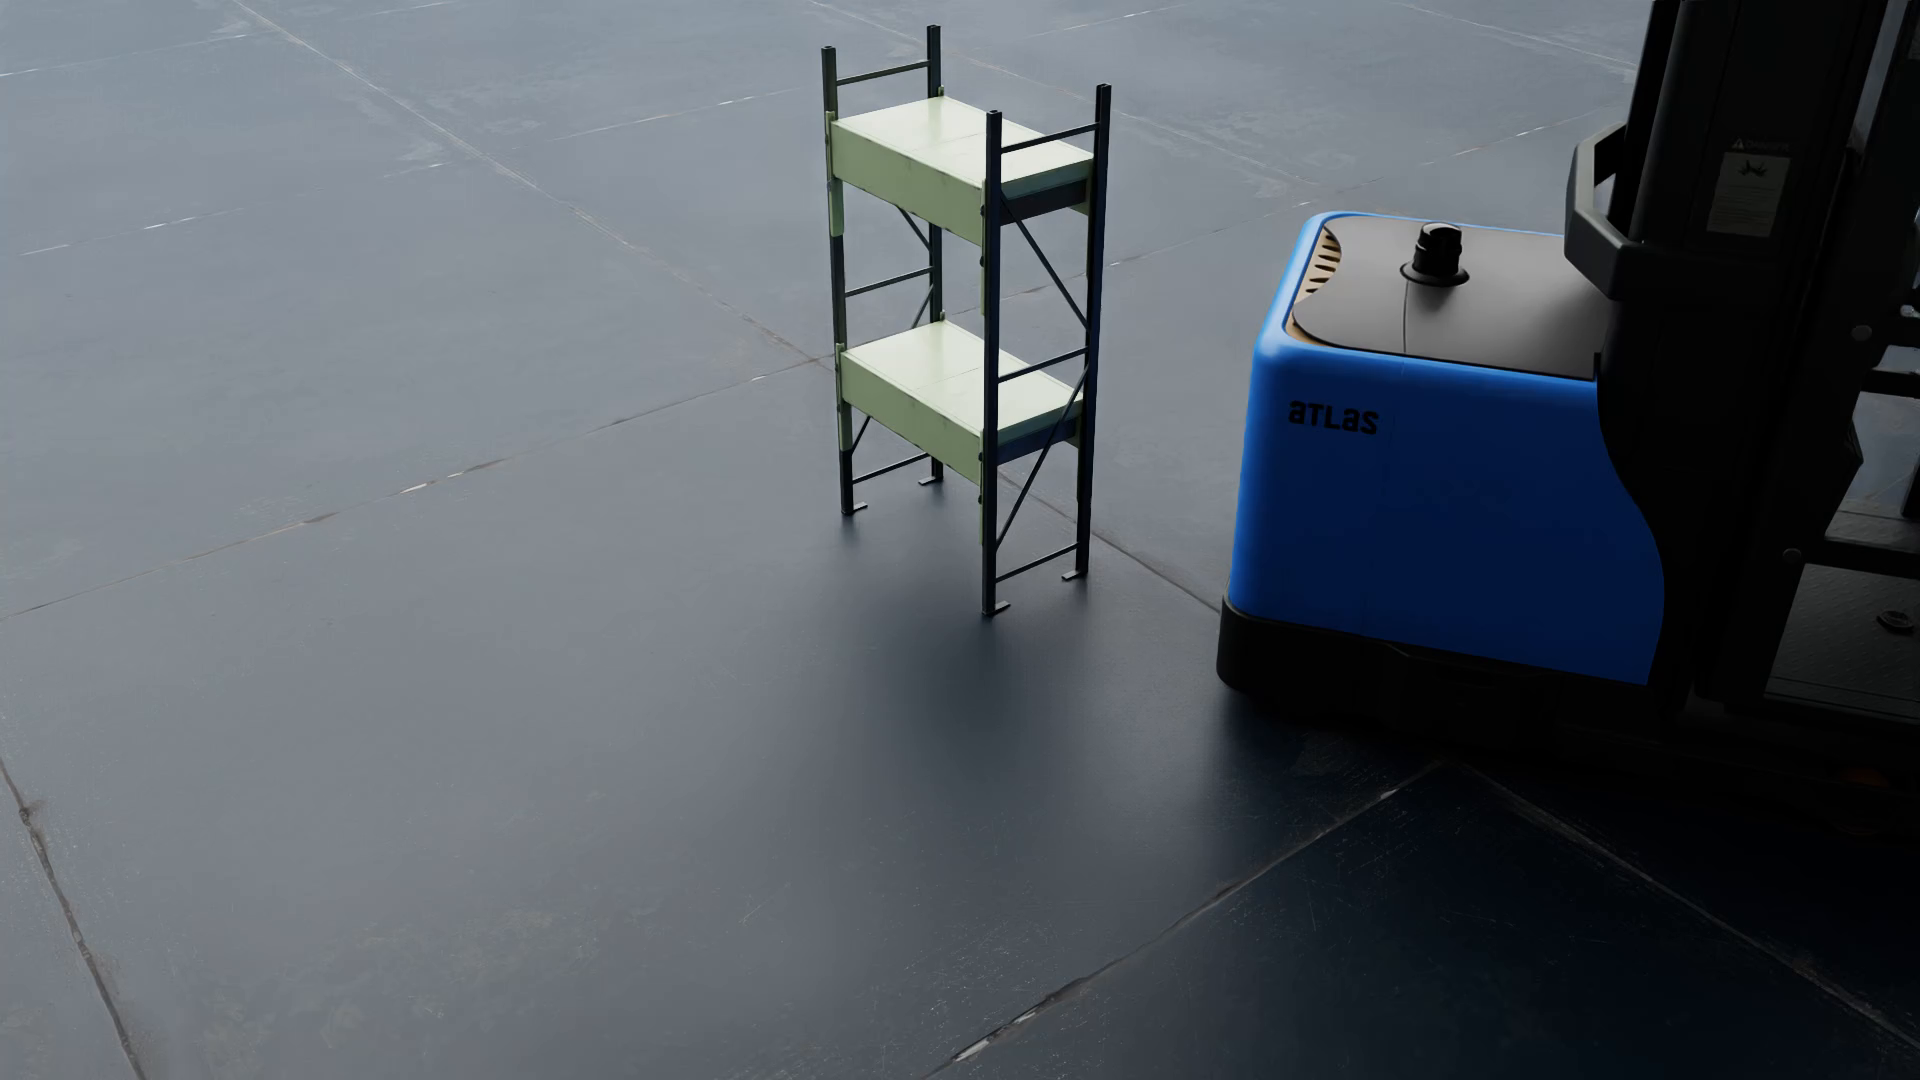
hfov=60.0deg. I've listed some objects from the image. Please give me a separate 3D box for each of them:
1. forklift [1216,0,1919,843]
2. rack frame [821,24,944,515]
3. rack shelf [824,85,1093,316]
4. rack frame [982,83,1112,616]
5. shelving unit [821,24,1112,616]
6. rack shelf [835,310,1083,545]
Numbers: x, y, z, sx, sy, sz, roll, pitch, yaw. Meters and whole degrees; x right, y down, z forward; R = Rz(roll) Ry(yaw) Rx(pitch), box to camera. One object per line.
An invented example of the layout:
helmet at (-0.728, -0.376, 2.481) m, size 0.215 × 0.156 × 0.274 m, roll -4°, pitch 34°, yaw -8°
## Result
forklift at (2.274, -0.804, 3.767) m, size 3.031 × 2.935 × 1.130 m, roll 10°, pitch 33°, yaw 15°
rack frame at (-0.220, -0.787, 5.095) m, size 0.400 × 1.500 × 0.023 m, roll -22°, pitch 38°, yaw -31°
rack shelf at (0.004, -0.966, 4.644) m, size 0.431 × 0.370 × 0.720 m, roll -22°, pitch 38°, yaw -31°
rack frame at (0.229, -0.482, 4.604) m, size 0.400 × 1.500 × 0.023 m, roll -22°, pitch 38°, yaw -31°
shelving unit at (0.004, -0.634, 4.850) m, size 0.431 × 1.500 × 0.755 m, roll -22°, pitch 38°, yaw -31°
rack shelf at (0.004, -0.357, 5.022) m, size 0.431 × 0.370 × 0.720 m, roll -22°, pitch 38°, yaw -31°
